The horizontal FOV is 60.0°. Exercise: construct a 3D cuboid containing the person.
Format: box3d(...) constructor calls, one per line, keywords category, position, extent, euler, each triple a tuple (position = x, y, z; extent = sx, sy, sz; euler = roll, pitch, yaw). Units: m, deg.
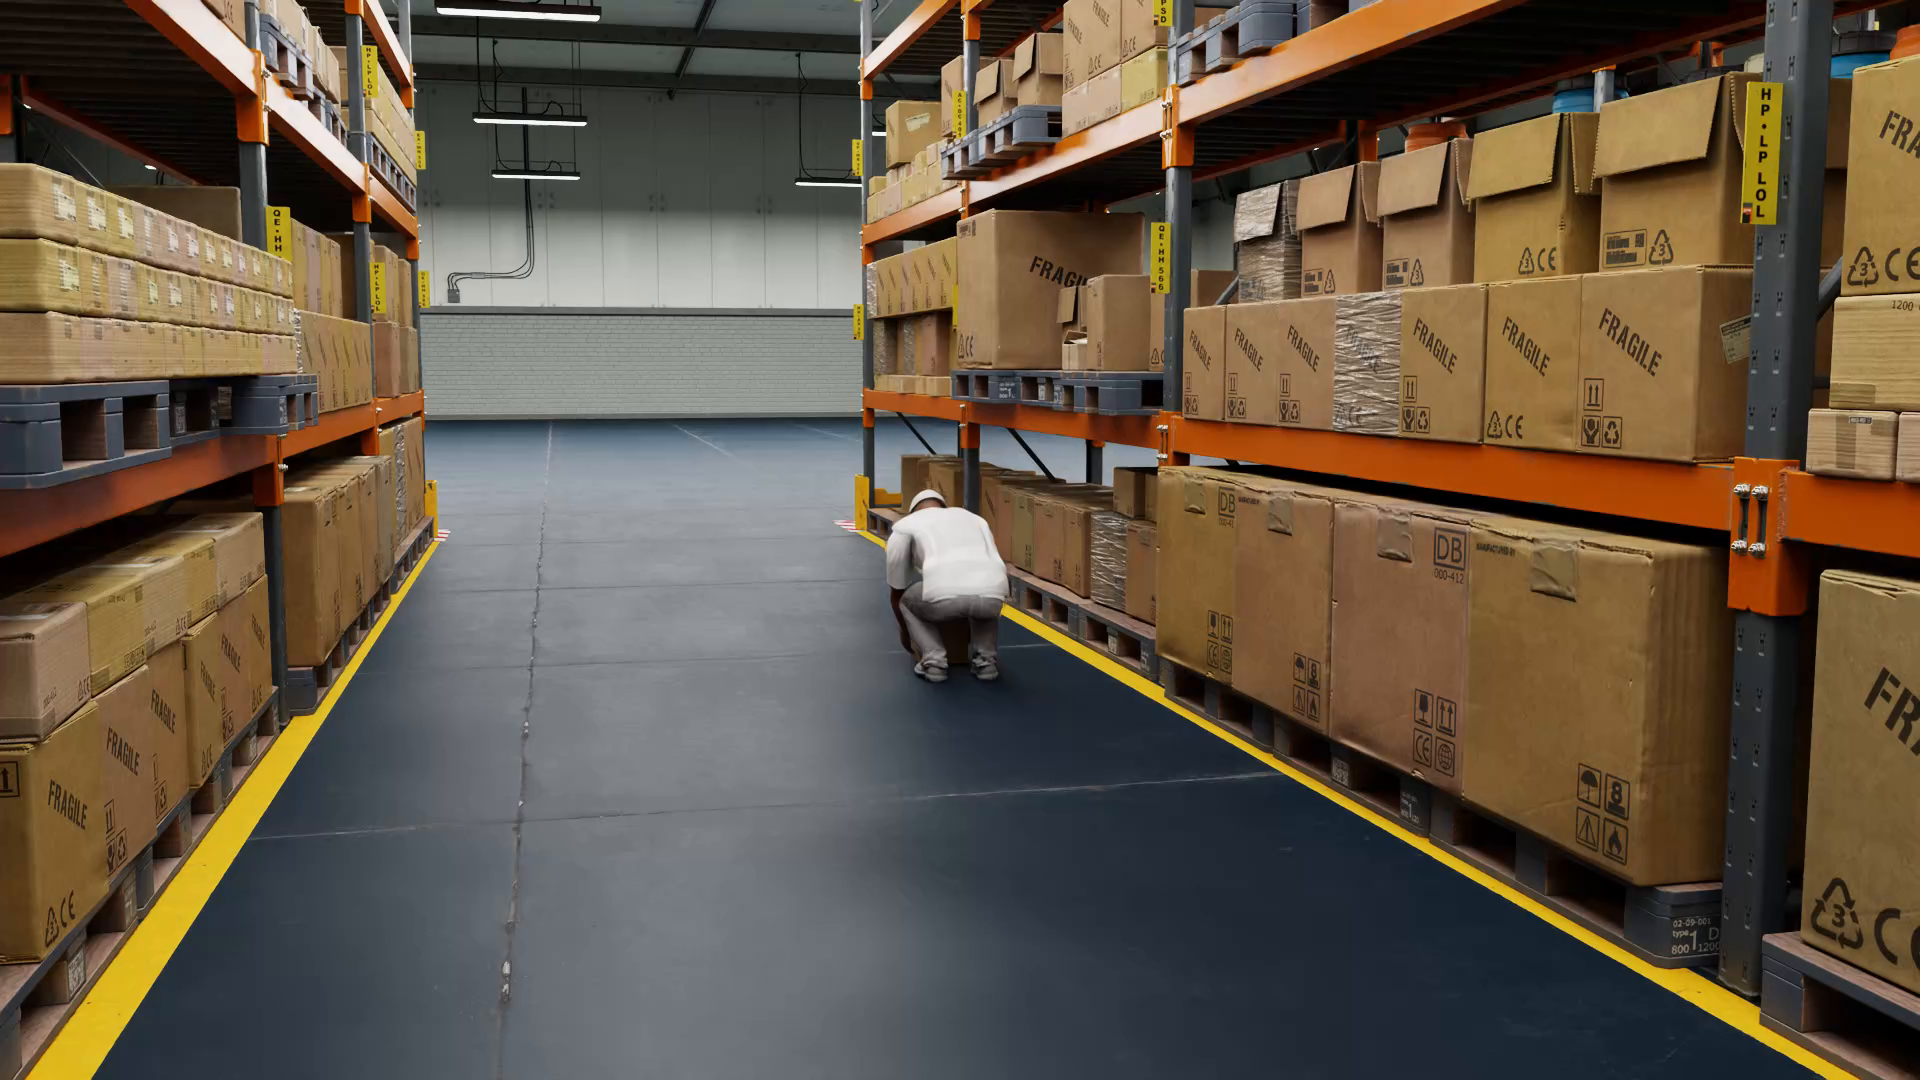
box3d(category="person", position=(-0.073, 0.222, 8.366), extent=(0.568, 0.903, 0.896), euler=(-1, 6, -11))
